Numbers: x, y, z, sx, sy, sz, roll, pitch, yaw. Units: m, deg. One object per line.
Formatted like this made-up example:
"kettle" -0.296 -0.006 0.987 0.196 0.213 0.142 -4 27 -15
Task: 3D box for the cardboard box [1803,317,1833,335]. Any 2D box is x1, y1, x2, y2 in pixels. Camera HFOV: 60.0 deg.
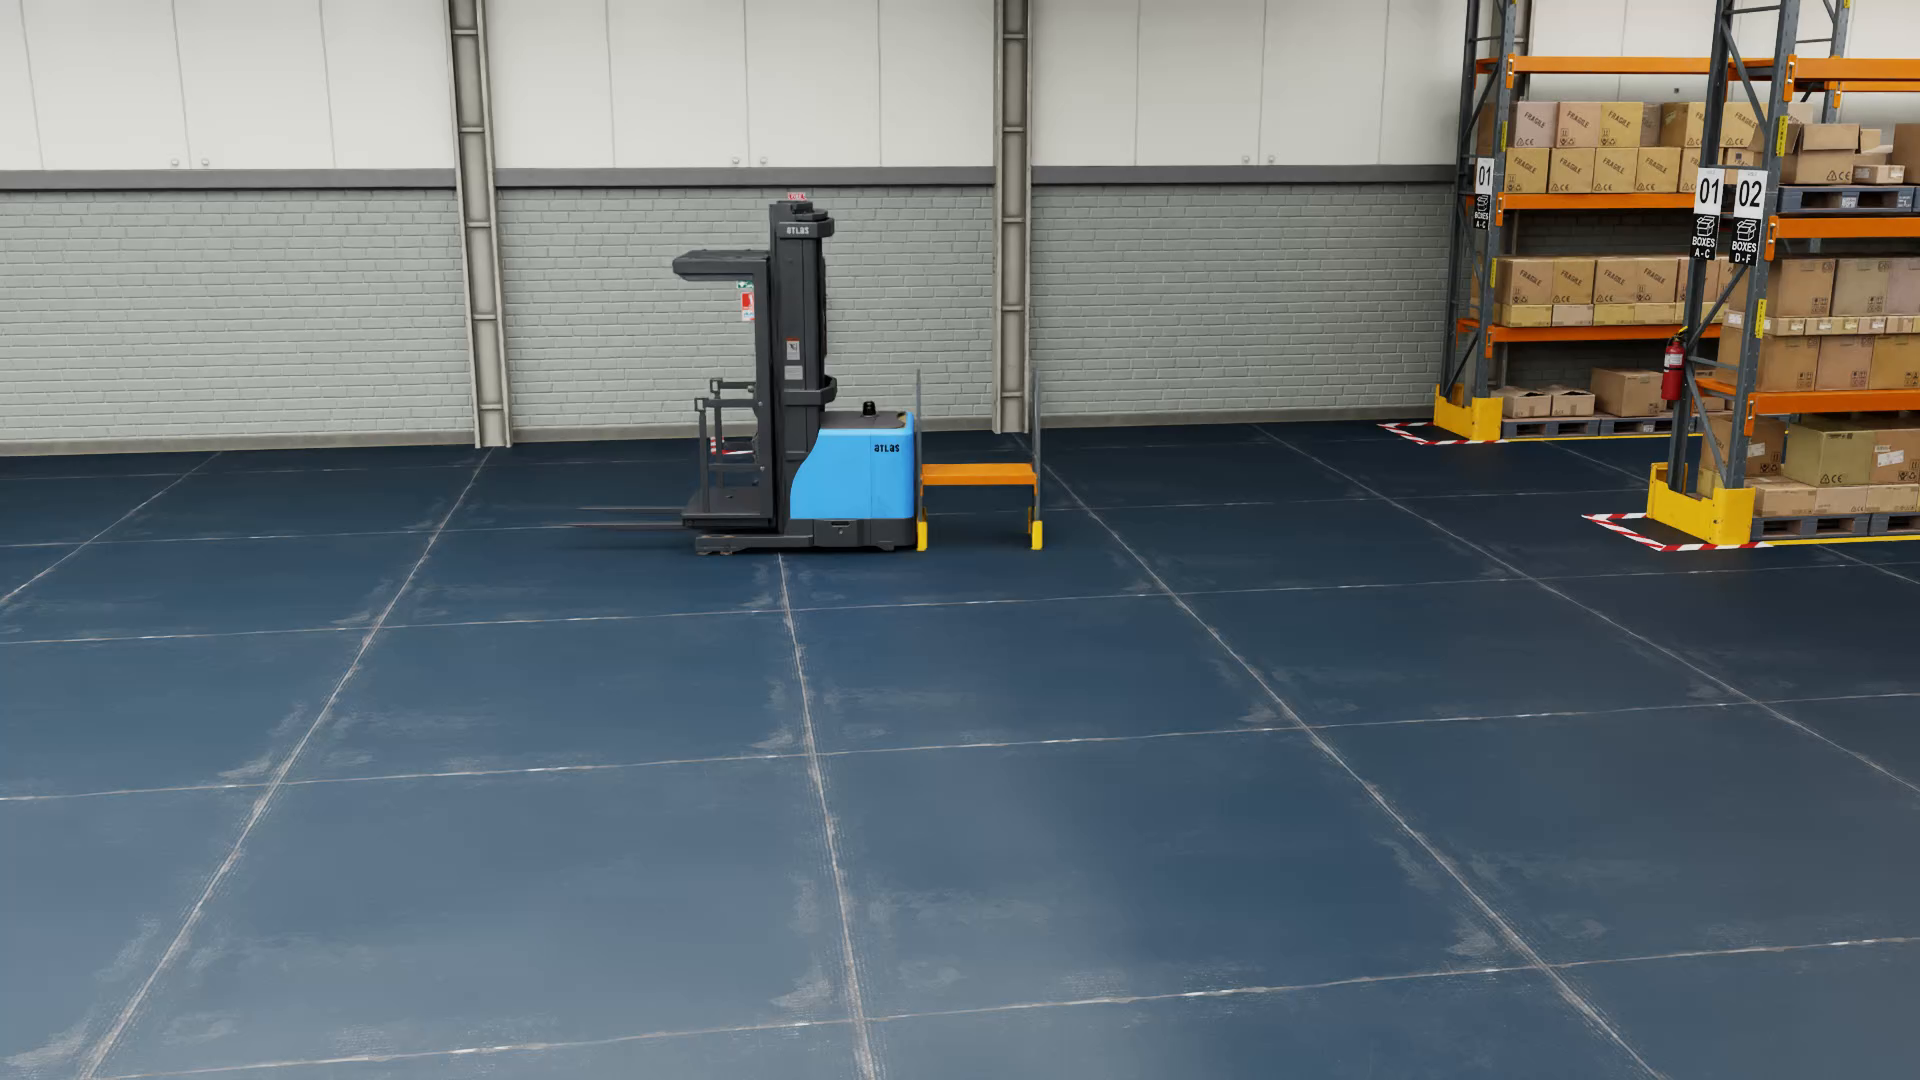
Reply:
"cardboard box" 7.392 -1.889 14.548 0.250 0.149 0.380 -2 14 -10

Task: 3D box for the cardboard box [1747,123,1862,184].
"cardboard box" 7.280 -3.349 14.381 0.637 0.503 0.797 -1 14 -4

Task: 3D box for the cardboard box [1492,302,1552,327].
"cardboard box" 6.500 -2.623 19.280 0.500 0.250 0.500 -3 14 -10

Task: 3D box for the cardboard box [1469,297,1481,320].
"cardboard box" 6.403 -2.745 19.768 0.500 0.250 0.500 -2 14 -7

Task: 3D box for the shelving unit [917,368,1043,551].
"shelving unit" 0.163 -0.711 14.474 1.083 1.500 0.587 0 14 -2

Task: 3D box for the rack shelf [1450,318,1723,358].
"rack shelf" 7.948 -2.468 19.875 4.000 0.370 1.077 -2 14 -8

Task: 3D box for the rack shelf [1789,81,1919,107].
"rack shelf" 11.903 -5.329 19.772 4.000 0.370 1.077 -2 14 -8

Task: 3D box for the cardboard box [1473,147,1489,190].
"cardboard box" 6.345 -4.334 19.422 0.500 0.500 0.500 -1 14 -4

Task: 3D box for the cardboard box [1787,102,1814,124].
"cardboard box" 9.470 -4.804 19.243 0.500 0.500 0.500 -3 14 -13

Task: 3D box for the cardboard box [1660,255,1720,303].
"cardboard box" 8.512 -3.063 19.496 0.500 0.500 0.500 -3 14 -10

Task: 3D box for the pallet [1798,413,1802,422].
"pallet" 10.695 -1.565 20.530 1.213 0.211 1.003 -2 14 -8

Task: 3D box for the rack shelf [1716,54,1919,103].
"rack shelf" 8.689 -3.992 14.443 4.000 0.370 1.077 -2 14 -8

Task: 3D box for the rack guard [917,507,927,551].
"rack guard" -0.335 -0.101 14.609 0.087 0.250 0.587 0 14 -2

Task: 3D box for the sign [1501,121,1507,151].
"sign" 6.051 -4.493 18.507 0.005 0.325 0.100 -2 14 -8

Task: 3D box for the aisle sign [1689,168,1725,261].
"aisle sign" 6.603 -2.882 14.704 0.004 0.787 0.394 -2 14 -8

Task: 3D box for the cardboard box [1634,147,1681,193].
"cardboard box" 7.914 -4.265 19.148 0.500 0.500 0.500 -1 14 -5

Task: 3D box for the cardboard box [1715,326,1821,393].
"cardboard box" 7.175 -1.615 14.791 0.500 0.500 0.700 -2 14 -8

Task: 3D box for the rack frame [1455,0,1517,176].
"rack frame" 5.970 -5.654 18.769 0.127 3.000 1.000 -2 14 -8

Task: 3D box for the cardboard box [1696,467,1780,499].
"cardboard box" 7.198 -0.513 15.392 0.500 0.250 0.500 -2 14 -8

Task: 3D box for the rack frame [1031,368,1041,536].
"rack frame" 0.662 -0.715 14.491 0.032 1.500 0.500 0 14 -2

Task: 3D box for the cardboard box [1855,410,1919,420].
"cardboard box" 8.679 -0.935 15.532 0.500 0.500 0.500 -2 14 -8

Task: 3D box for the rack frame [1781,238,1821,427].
"rack frame" 9.925 -2.889 20.077 0.127 3.000 1.000 -2 14 -8

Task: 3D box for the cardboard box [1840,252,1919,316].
"cardboard box" 8.245 -2.285 14.795 0.500 0.500 0.700 -2 14 -8

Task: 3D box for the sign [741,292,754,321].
"sign" -2.411 -2.702 19.256 0.234 0.329 0.001 -2 14 -8

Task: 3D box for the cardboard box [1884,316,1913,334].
"cardboard box" 8.152 -1.916 14.658 0.250 0.149 0.380 -3 14 -10

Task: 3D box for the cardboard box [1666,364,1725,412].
"cardboard box" 8.905 -1.843 20.139 0.500 0.500 0.500 -3 14 -13

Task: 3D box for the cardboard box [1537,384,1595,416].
"cardboard box" 7.231 -1.678 19.868 0.500 0.311 0.500 -1 14 -4

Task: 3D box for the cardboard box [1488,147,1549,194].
"cardboard box" 6.338 -4.210 18.928 0.500 0.500 0.500 -2 14 -7

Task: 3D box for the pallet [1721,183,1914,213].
"pallet" 7.415 -2.984 14.471 1.213 0.211 1.003 -2 14 -8

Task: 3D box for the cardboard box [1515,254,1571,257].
"cardboard box" 6.904 -3.129 19.758 0.500 0.500 0.500 -2 14 -8

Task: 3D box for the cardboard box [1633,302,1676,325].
"cardboard box" 8.016 -2.680 19.508 0.500 0.250 0.500 -2 14 -8

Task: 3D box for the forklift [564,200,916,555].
"forklift" -1.906 -1.424 14.376 3.031 2.935 1.130 0 14 -1

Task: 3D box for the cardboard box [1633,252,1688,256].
"cardboard box" 8.424 -3.189 19.996 0.500 0.500 0.500 -2 14 -7

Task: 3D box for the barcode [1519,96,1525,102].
"barcode" 6.598 -5.170 19.509 0.075 0.075 0.001 -2 14 -8

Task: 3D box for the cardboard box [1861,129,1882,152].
"cardboard box" 10.478 -4.597 19.651 0.500 0.500 0.500 0 14 0

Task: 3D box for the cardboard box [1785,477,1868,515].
"cardboard box" 7.769 -0.408 14.971 0.500 0.250 0.500 -2 14 -8

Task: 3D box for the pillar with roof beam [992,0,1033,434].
"pillar with roof beam" 1.242 -4.635 14.703 0.400 9.000 9.100 -2 14 -8

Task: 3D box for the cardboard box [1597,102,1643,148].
"cardboard box" 7.396 -4.725 18.929 0.500 0.500 0.500 -2 14 -7

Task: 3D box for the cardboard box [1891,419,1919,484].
"cardboard box" 8.759 -0.806 15.018 0.500 0.500 0.500 -2 14 -8

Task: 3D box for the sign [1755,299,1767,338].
"sign" 6.788 -1.878 14.100 0.005 0.325 0.100 -2 14 -8

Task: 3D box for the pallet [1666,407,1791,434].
"pallet" 9.266 -1.504 20.285 1.213 0.211 1.003 -2 14 -8

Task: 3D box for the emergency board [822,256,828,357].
"emergency board" -1.849 -2.680 19.242 0.643 1.169 0.194 -2 14 -8

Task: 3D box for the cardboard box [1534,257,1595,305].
"cardboard box" 6.977 -3.006 19.266 0.500 0.500 0.500 -2 14 -8
